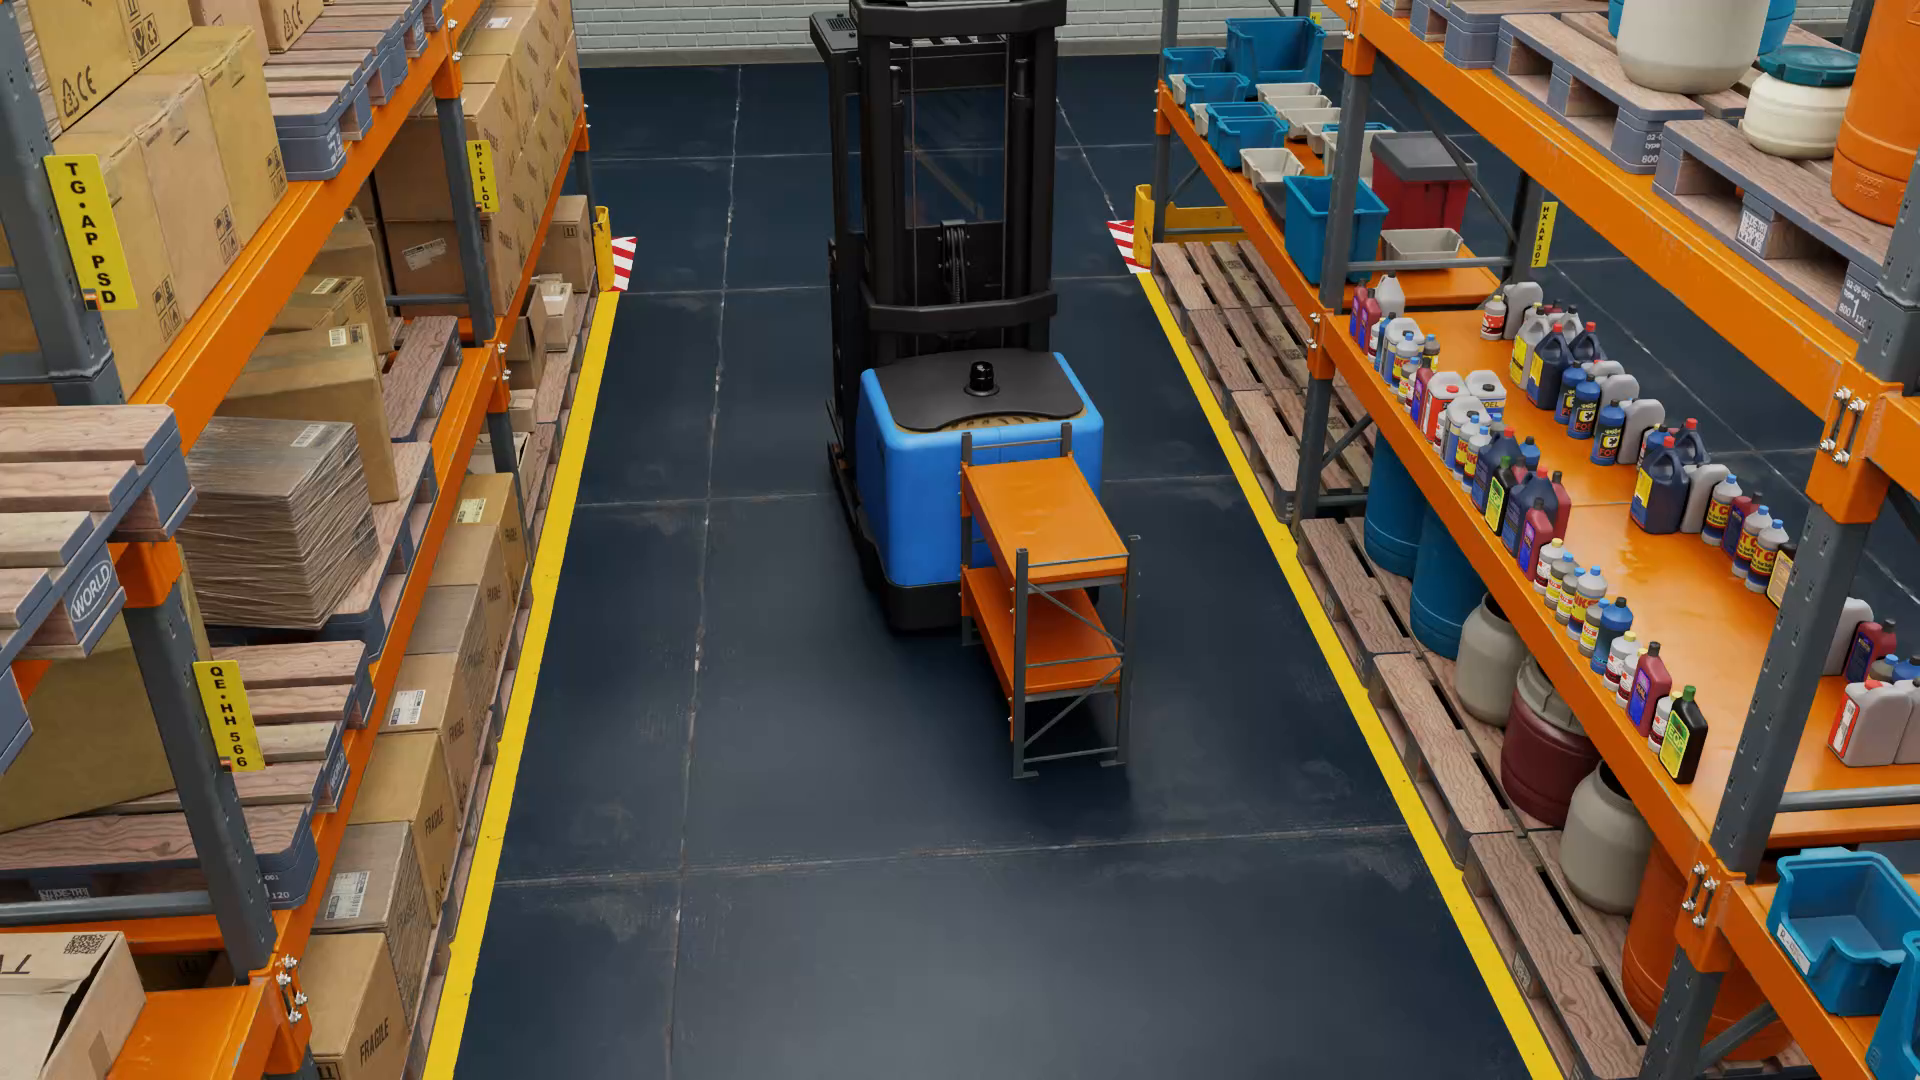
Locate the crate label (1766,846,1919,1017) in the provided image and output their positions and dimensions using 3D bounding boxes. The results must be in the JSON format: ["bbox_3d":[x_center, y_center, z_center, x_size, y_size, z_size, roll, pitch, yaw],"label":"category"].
[{"bbox_3d":[2.297,1.020,4.281,0.303,0.233,0.416,-3,31,-5],"label":"crate label"}]

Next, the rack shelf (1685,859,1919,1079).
[{"bbox_3d":[2.817,2.045,3.103,1.077,0.370,4.000,-3,31,-5],"label":"rack shelf"}]

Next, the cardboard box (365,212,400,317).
[{"bbox_3d":[-2.977,-1.378,8.034,0.500,0.500,0.500,-2,31,-4],"label":"cardboard box"}]

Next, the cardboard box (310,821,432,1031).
[{"bbox_3d":[-2.114,1.322,5.621,0.500,0.500,0.500,-4,31,-6],"label":"cardboard box"}]

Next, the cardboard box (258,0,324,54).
[{"bbox_3d":[-2.616,-2.045,5.719,0.600,0.600,0.600,-3,31,-5],"label":"cardboard box"}]

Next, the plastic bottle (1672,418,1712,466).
[{"bbox_3d":[2.771,-0.290,6.358,0.144,0.351,0.185,-3,31,-5],"label":"plastic bottle"}]

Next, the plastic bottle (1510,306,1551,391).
[{"bbox_3d":[2.525,-0.845,7.288,0.144,0.351,0.185,-3,31,-5],"label":"plastic bottle"}]

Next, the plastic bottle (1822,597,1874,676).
[{"bbox_3d":[2.869,0.296,5.451,0.152,0.276,0.135,-3,31,-5],"label":"plastic bottle"}]

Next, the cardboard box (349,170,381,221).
[{"bbox_3d":[-2.980,-1.810,7.782,0.500,0.500,0.500,-3,31,-4],"label":"cardboard box"}]

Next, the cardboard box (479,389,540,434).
[{"bbox_3d":[-2.590,-0.730,9.381,0.380,0.166,0.250,-3,31,-5],"label":"cardboard box"}]

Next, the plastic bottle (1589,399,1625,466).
[{"bbox_3d":[2.609,-0.440,6.686,0.097,0.271,0.097,0,31,0],"label":"plastic bottle"}]

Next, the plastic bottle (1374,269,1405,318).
[{"bbox_3d":[1.971,-1.090,7.698,0.144,0.351,0.185,-3,31,-5],"label":"plastic bottle"}]

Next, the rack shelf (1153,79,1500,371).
[{"bbox_3d":[2.070,-2.039,9.941,1.077,0.370,4.000,-3,31,-5],"label":"rack shelf"}]

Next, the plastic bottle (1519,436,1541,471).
[{"bbox_3d":[2.174,-0.273,6.408,0.097,0.271,0.097,0,31,0],"label":"plastic bottle"}]

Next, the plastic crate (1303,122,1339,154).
[{"bbox_3d":[2.249,-2.434,10.099,0.298,0.136,0.250,-3,31,-5],"label":"plastic crate"}]

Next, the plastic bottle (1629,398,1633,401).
[{"bbox_3d":[2.747,-0.486,6.831,0.097,0.201,0.097,0,31,0],"label":"plastic bottle"}]

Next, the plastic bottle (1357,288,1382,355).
[{"bbox_3d":[1.879,-1.001,7.615,0.061,0.283,0.133,-3,31,-5],"label":"plastic bottle"}]

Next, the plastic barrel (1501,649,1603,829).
[{"bbox_3d":[2.462,0.744,6.521,0.600,0.588,0.708,-3,31,-5],"label":"plastic barrel"}]

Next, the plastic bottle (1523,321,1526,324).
[{"bbox_3d":[2.606,-0.927,7.571,0.097,0.201,0.097,0,31,0],"label":"plastic bottle"}]

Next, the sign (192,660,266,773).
[{"bbox_3d":[-1.749,0.425,3.984,0.100,0.325,0.005,-3,31,-5],"label":"sign"}]

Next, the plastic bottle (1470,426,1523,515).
[{"bbox_3d":[2.058,-0.279,6.340,0.144,0.351,0.185,-3,31,-5],"label":"plastic bottle"}]

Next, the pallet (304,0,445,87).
[{"bbox_3d":[-2.684,-1.963,6.369,1.213,0.211,1.003,-3,31,-5],"label":"pallet"}]

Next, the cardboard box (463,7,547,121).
[{"bbox_3d":[-2.584,-2.608,9.118,0.500,0.500,0.500,-2,31,-3],"label":"cardboard box"}]

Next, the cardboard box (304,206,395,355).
[{"bbox_3d":[-2.854,-1.062,7.096,0.700,0.500,0.500,-13,33,-21],"label":"cardboard box"}]

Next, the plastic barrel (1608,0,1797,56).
[{"bbox_3d":[2.569,-2.146,5.595,0.600,0.901,0.708,-3,31,-5],"label":"plastic barrel"}]

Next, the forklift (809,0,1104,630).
[{"bbox_3d":[-0.131,-1.574,8.527,1.130,2.935,3.031,-6,31,-10],"label":"forklift"}]

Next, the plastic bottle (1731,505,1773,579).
[{"bbox_3d":[2.842,0.002,5.948,0.097,0.271,0.097,0,31,0],"label":"plastic bottle"}]

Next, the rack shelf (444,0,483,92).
[{"bbox_3d":[-2.862,-3.092,8.777,1.077,0.370,4.000,-3,31,-5],"label":"rack shelf"}]

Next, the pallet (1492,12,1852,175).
[{"bbox_3d":[2.536,-1.559,5.695,1.003,0.211,1.213,-3,31,-5],"label":"pallet"}]

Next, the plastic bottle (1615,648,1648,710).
[{"bbox_3d":[2.154,0.437,5.288,0.097,0.201,0.097,0,31,0],"label":"plastic bottle"}]

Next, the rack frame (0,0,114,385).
[{"bbox_3d":[-2.301,-1.625,2.695,1.000,3.000,0.127,-3,31,-5],"label":"rack frame"}]

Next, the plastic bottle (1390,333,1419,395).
[{"bbox_3d":[1.939,-0.770,7.239,0.097,0.271,0.097,0,31,0],"label":"plastic bottle"}]

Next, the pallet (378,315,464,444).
[{"bbox_3d":[-2.709,-0.596,7.010,1.003,0.211,1.213,-3,31,-5],"label":"pallet"}]

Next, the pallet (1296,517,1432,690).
[{"bbox_3d":[2.287,0.266,8.099,1.003,0.211,1.213,-3,31,-5],"label":"pallet"}]

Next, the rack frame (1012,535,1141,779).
[{"bbox_3d":[0.467,0.497,6.821,0.500,1.125,0.032,-6,31,-10],"label":"rack frame"}]

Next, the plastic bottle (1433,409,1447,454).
[{"bbox_3d":[1.991,-0.454,6.779,0.097,0.201,0.097,0,31,0],"label":"plastic bottle"}]

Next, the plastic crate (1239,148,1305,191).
[{"bbox_3d":[1.795,-2.114,9.563,0.293,0.136,0.466,-3,31,-5],"label":"plastic crate"}]

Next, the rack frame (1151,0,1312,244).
[{"bbox_3d":[1.883,-3.369,11.466,1.000,3.000,0.127,-3,31,-5],"label":"rack frame"}]

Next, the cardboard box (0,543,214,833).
[{"bbox_3d":[-2.473,0.411,4.630,0.700,0.500,0.500,-13,33,-21],"label":"cardboard box"}]

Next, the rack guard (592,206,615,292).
[{"bbox_3d":[-3.042,-2.022,11.648,1.175,0.500,0.348,-3,31,-5],"label":"rack guard"}]

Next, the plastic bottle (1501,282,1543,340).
[{"bbox_3d":[2.616,-1.088,7.768,0.152,0.276,0.135,-3,31,-5],"label":"plastic bottle"}]

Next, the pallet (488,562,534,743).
[{"bbox_3d":[-2.562,0.519,7.676,1.003,0.211,1.213,-3,31,-5],"label":"pallet"}]

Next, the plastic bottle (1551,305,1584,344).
[{"bbox_3d":[2.669,-0.852,7.300,0.144,0.351,0.185,-3,31,-5],"label":"plastic bottle"}]

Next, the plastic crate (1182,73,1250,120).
[{"bbox_3d":[1.640,-2.845,10.693,0.416,0.233,0.300,-3,31,-5],"label":"plastic crate"}]

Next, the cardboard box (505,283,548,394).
[{"bbox_3d":[-2.856,-1.168,9.785,0.797,0.503,0.637,-3,31,-5],"label":"cardboard box"}]

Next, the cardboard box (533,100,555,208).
[{"bbox_3d":[-2.596,-2.184,9.384,0.500,0.500,0.500,-3,31,-5],"label":"cardboard box"}]

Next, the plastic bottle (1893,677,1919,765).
[{"bbox_3d":[2.912,0.532,5.055,0.152,0.276,0.135,-3,31,-5],"label":"plastic bottle"}]

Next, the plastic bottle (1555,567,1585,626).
[{"bbox_3d":[2.108,0.188,5.704,0.097,0.201,0.097,0,31,0],"label":"plastic bottle"}]

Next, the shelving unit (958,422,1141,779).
[{"bbox_3d":[0.360,0.242,7.247,0.538,1.125,1.048,-6,31,-10],"label":"shelving unit"}]

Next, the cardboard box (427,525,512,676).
[{"bbox_3d":[-2.306,0.284,7.359,0.500,0.500,0.500,-3,31,-4],"label":"cardboard box"}]

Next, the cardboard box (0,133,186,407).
[{"bbox_3d":[-2.376,-0.601,3.809,0.910,0.500,0.500,-3,31,-5],"label":"cardboard box"}]

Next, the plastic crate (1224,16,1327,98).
[{"bbox_3d":[2.100,-3.248,11.170,0.616,0.435,0.499,-3,31,-5],"label":"plastic crate"}]
